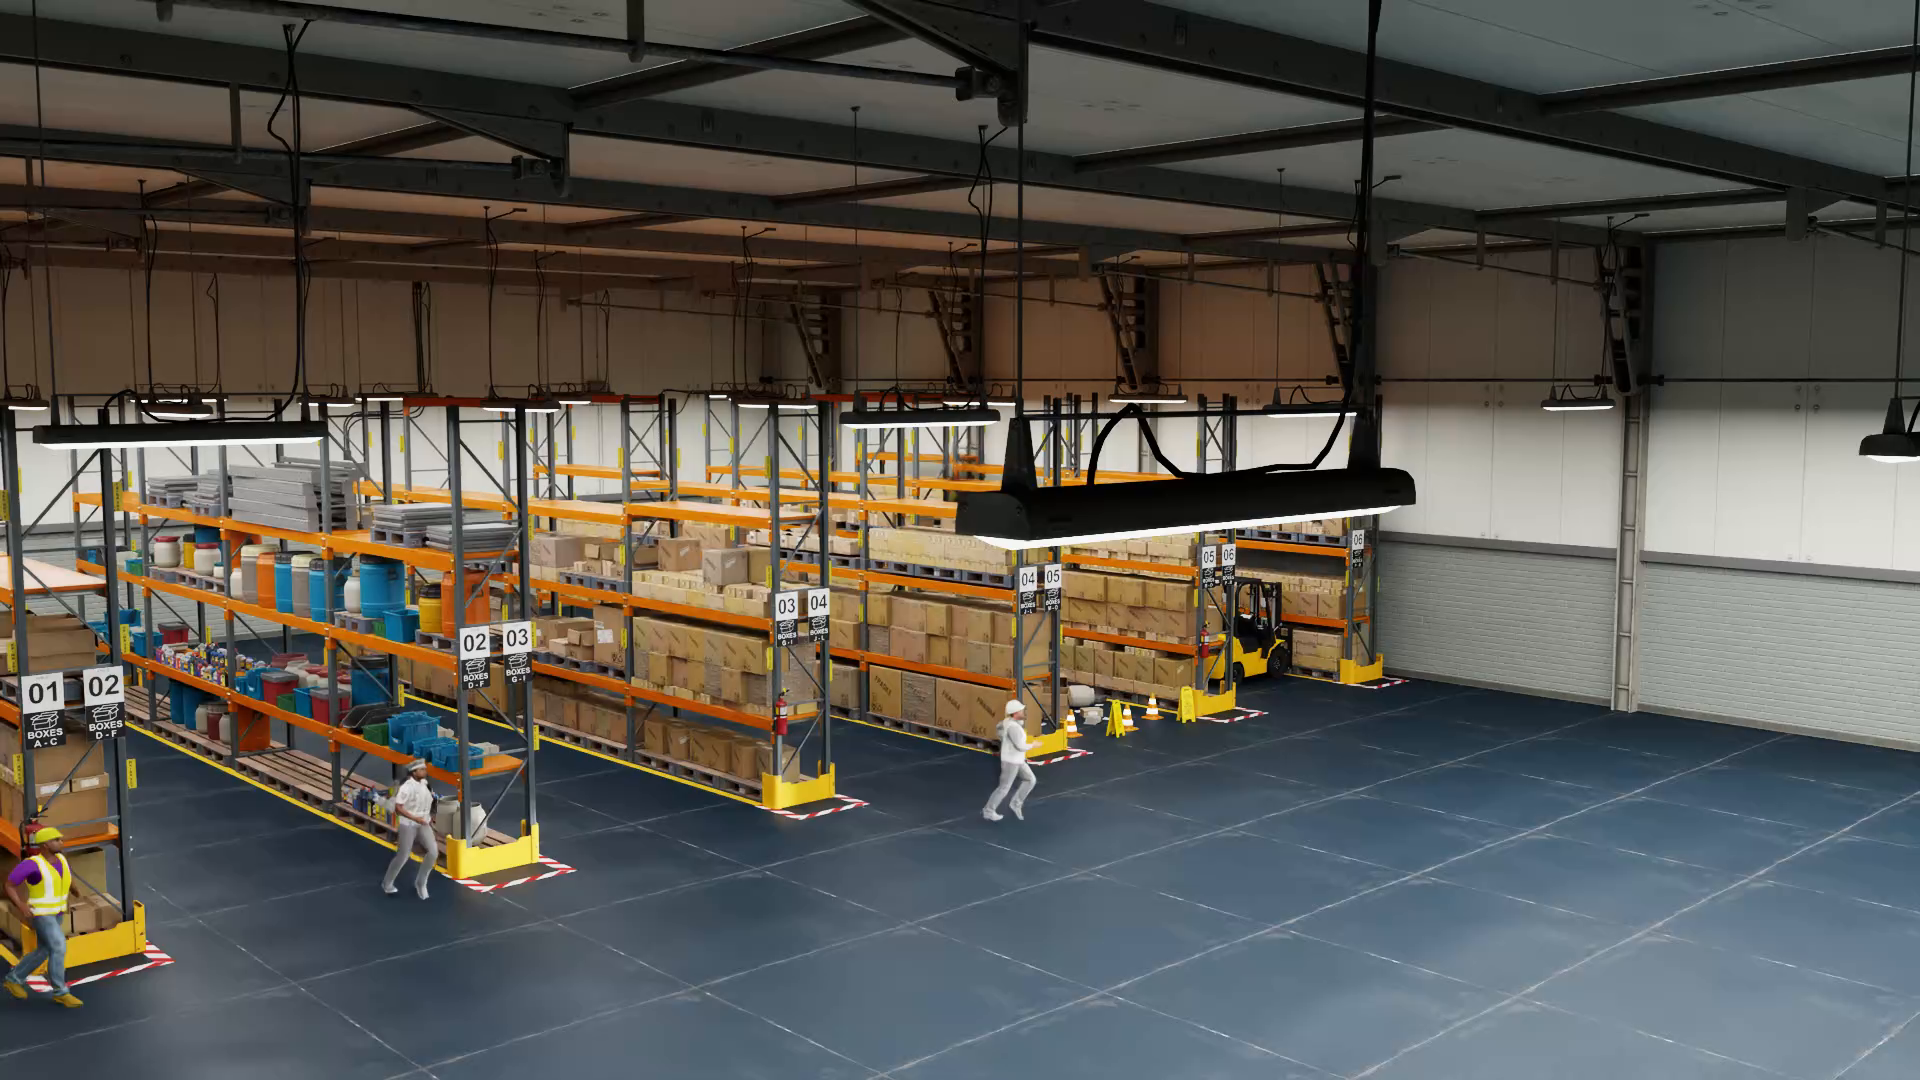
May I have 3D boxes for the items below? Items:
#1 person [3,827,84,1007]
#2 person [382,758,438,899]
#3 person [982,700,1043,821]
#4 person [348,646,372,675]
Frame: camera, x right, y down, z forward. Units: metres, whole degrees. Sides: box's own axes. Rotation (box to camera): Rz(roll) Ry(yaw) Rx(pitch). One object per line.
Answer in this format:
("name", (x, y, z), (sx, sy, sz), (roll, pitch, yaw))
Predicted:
("person", (-9.309, 3.820, 16.968), (0.846, 1.775, 0.714), (0, 6, 1))
("person", (-6.722, 3.541, 20.495), (0.676, 1.697, 0.662), (3, 6, 28))
("person", (0.751, 3.155, 23.751), (0.860, 1.777, 0.660), (0, 6, 2))
("person", (-10.560, 2.680, 29.680), (0.544, 1.576, 0.607), (4, 7, 34))
